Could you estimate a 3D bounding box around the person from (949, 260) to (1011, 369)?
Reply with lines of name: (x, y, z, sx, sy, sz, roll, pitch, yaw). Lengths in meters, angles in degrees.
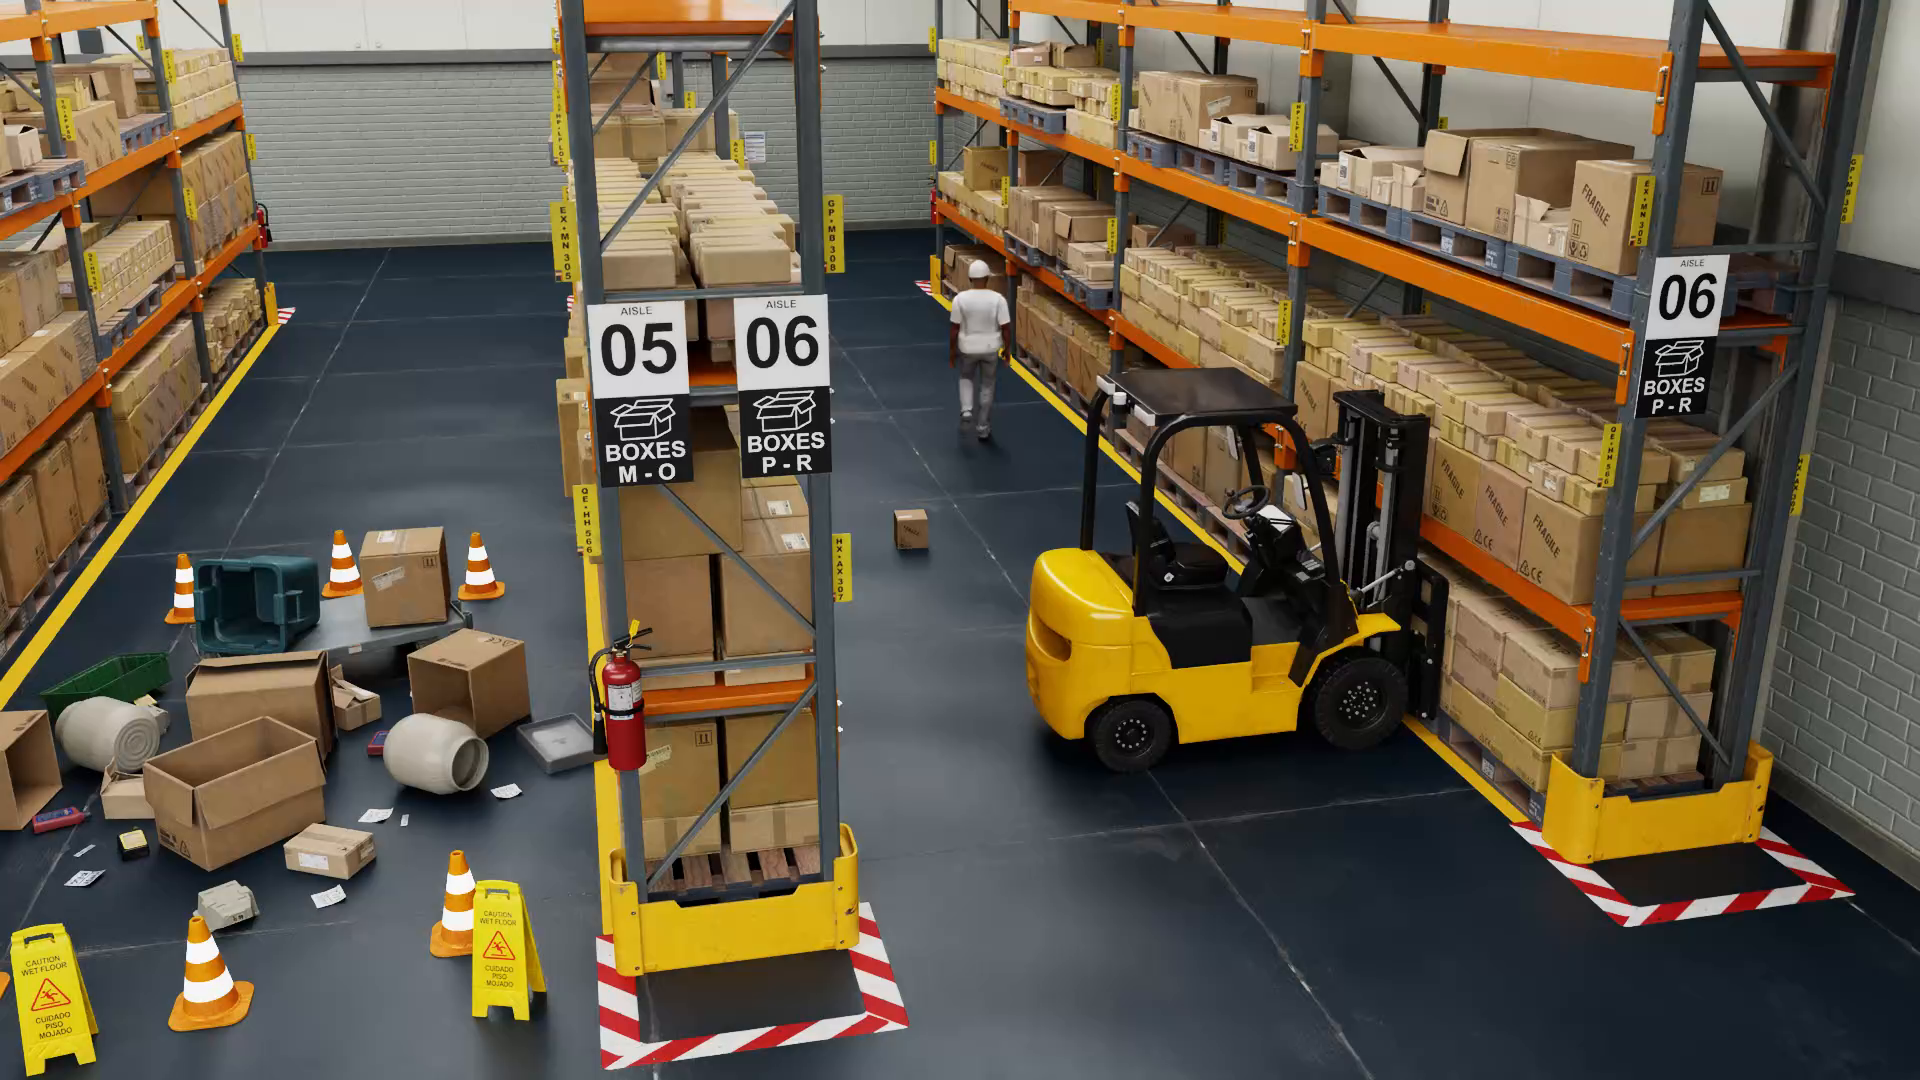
person: (0.194, -2.170, 16.073, 0.611, 1.074, 0.355, 2, 20, 5)
